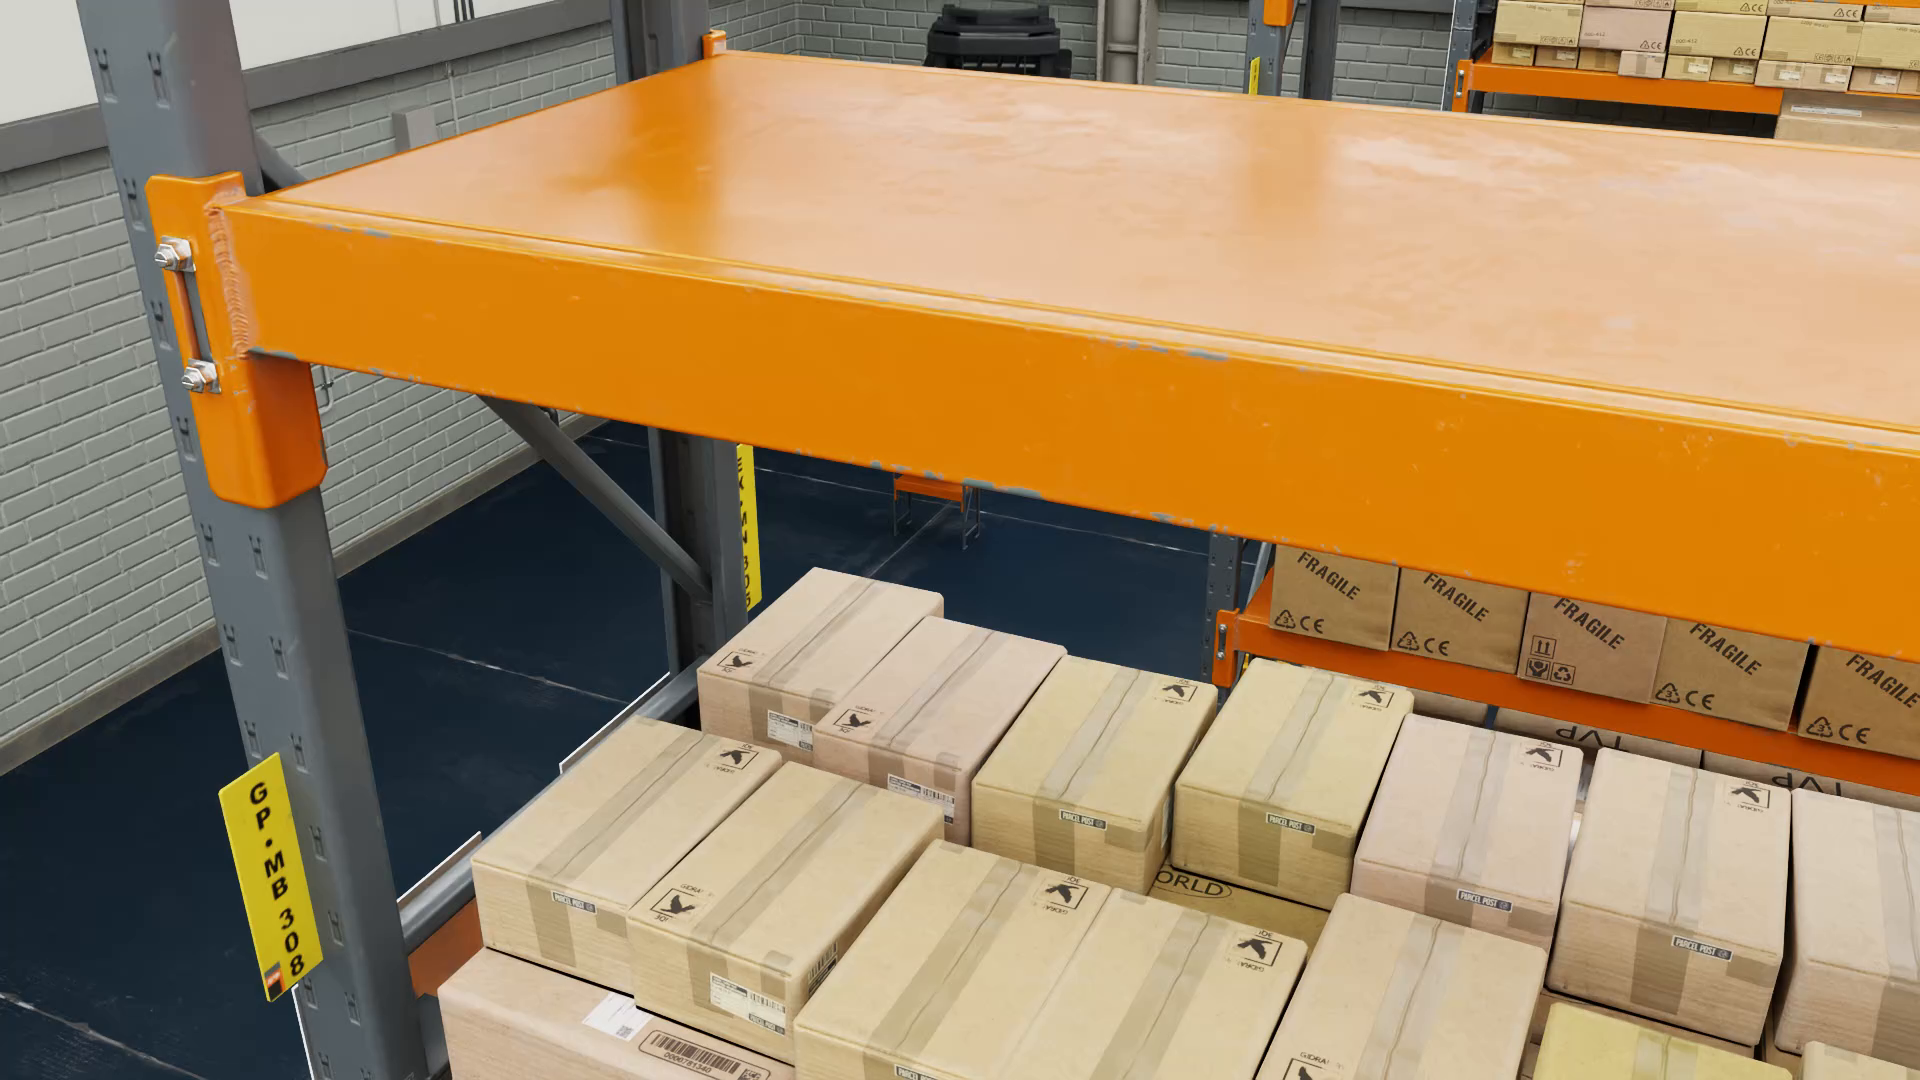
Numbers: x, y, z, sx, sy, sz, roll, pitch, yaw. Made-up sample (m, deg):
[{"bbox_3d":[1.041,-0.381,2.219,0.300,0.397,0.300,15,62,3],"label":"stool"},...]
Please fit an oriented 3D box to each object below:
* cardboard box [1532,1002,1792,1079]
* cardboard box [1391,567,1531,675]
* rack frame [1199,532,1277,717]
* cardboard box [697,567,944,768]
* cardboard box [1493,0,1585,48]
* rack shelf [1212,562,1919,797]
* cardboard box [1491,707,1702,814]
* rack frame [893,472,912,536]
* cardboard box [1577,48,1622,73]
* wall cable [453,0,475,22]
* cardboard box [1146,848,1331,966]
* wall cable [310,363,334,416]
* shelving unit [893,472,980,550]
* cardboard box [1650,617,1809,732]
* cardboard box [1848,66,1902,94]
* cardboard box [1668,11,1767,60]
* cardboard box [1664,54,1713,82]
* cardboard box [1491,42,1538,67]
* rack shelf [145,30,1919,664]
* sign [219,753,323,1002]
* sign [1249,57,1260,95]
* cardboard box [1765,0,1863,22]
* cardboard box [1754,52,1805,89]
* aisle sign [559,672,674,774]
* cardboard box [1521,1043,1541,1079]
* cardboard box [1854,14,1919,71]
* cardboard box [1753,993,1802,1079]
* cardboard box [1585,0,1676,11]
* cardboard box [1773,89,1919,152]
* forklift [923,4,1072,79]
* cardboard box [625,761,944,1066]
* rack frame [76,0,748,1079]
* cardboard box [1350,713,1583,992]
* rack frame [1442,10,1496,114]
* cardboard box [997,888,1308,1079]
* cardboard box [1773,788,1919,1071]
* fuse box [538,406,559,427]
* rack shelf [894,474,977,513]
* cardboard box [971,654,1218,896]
[{"bbox_3d":[0.702,0.685,1.720,0.250,0.149,0.380,12,29,23],"label":"cardboard box"},{"bbox_3d":[2.107,0.178,6.880,0.500,0.500,0.500,11,28,21],"label":"cardboard box"},{"bbox_3d":[1.317,-0.062,7.480,0.127,3.000,1.000,11,28,22],"label":"rack frame"},{"bbox_3d":[-0.216,0.208,2.688,0.250,0.149,0.380,11,28,21],"label":"cardboard box"},{"bbox_3d":[3.659,-3.279,10.452,0.500,0.250,0.500,11,28,21],"label":"cardboard box"},{"bbox_3d":[3.137,0.627,6.896,4.000,0.370,1.077,11,28,22],"label":"rack shelf"},{"bbox_3d":[2.796,1.144,7.456,0.875,0.438,0.875,12,29,23],"label":"cardboard box"},{"bbox_3d":[-0.373,-0.613,10.637,0.015,1.200,0.240,11,28,22],"label":"rack frame"},{"bbox_3d":[4.038,-3.048,10.434,0.250,0.149,0.380,11,28,22],"label":"cardboard box"},{"bbox_3d":[-2.477,-5.112,10.903,0.133,3.039,2.988,11,28,22],"label":"wall cable"},{"bbox_3d":[0.350,0.519,2.508,0.500,0.250,0.500,11,28,20],"label":"cardboard box"},{"bbox_3d":[-3.826,-1.553,9.323,0.123,1.953,0.585,11,28,22],"label":"wall cable"},{"bbox_3d":[-0.151,-0.569,10.546,0.503,1.200,0.258,11,28,22],"label":"shelving unit"},{"bbox_3d":[3.025,0.363,6.504,0.500,0.500,0.500,12,29,24],"label":"cardboard box"},{"bbox_3d":[5.412,-2.757,9.842,0.250,0.149,0.380,12,29,22],"label":"cardboard box"},{"bbox_3d":[4.591,-3.096,10.080,0.500,0.250,0.500,10,28,20],"label":"cardboard box"},{"bbox_3d":[4.464,-2.917,10.166,0.250,0.149,0.380,11,28,22],"label":"cardboard box"},{"bbox_3d":[3.562,-3.140,10.619,0.250,0.149,0.380,12,29,23],"label":"cardboard box"},{"bbox_3d":[1.180,-0.055,1.491,4.000,0.370,1.077,11,28,22],"label":"rack shelf"},{"bbox_3d":[-0.865,0.427,2.101,0.005,0.325,0.100,11,28,22],"label":"sign"},{"bbox_3d":[1.082,-1.613,6.156,0.005,0.325,0.100,11,28,22],"label":"sign"},{"bbox_3d":[5.054,-3.236,9.799,0.500,0.250,0.500,12,29,23],"label":"cardboard box"},{"bbox_3d":[4.917,-2.820,9.971,0.250,0.149,0.380,11,28,22],"label":"cardboard box"},{"bbox_3d":[-0.583,0.647,3.097,0.004,0.787,0.394,11,28,22],"label":"aisle sign"},{"bbox_3d":[0.582,0.821,1.894,0.500,0.250,0.500,12,29,22],"label":"cardboard box"},{"bbox_3d":[5.527,-2.916,9.713,0.500,0.250,0.500,12,29,23],"label":"cardboard box"},{"bbox_3d":[1.270,0.711,2.118,0.500,0.250,0.500,10,28,20],"label":"cardboard box"},{"bbox_3d":[4.123,-3.412,10.155,0.500,0.250,0.500,11,28,21],"label":"cardboard box"},{"bbox_3d":[3.090,-1.257,5.809,0.500,0.500,0.500,12,29,23],"label":"cardboard box"},{"bbox_3d":[0.282,-2.649,12.813,1.130,2.935,3.031,2,26,4],"label":"forklift"},{"bbox_3d":[-0.215,0.470,2.156,0.250,0.149,0.380,13,29,24],"label":"cardboard box"},{"bbox_3d":[-0.640,-0.744,2.074,0.127,3.000,1.000,11,28,22],"label":"rack frame"},{"bbox_3d":[0.693,0.414,2.269,0.250,0.149,0.380,11,28,21],"label":"cardboard box"},{"bbox_3d":[3.368,-2.058,11.535,0.127,3.000,1.000,11,28,22],"label":"rack frame"},{"bbox_3d":[0.223,0.594,1.905,0.250,0.149,0.380,12,29,23],"label":"cardboard box"},{"bbox_3d":[1.176,0.498,2.099,0.250,0.149,0.380,11,28,20],"label":"cardboard box"},{"bbox_3d":[-2.824,-1.323,11.501,0.414,1.711,0.539,11,28,22],"label":"fuse box"},{"bbox_3d":[-0.151,-0.330,10.664,0.480,0.148,0.258,11,28,22],"label":"rack shelf"},{"bbox_3d":[0.202,0.339,2.422,0.250,0.149,0.380,10,28,20],"label":"cardboard box"}]
